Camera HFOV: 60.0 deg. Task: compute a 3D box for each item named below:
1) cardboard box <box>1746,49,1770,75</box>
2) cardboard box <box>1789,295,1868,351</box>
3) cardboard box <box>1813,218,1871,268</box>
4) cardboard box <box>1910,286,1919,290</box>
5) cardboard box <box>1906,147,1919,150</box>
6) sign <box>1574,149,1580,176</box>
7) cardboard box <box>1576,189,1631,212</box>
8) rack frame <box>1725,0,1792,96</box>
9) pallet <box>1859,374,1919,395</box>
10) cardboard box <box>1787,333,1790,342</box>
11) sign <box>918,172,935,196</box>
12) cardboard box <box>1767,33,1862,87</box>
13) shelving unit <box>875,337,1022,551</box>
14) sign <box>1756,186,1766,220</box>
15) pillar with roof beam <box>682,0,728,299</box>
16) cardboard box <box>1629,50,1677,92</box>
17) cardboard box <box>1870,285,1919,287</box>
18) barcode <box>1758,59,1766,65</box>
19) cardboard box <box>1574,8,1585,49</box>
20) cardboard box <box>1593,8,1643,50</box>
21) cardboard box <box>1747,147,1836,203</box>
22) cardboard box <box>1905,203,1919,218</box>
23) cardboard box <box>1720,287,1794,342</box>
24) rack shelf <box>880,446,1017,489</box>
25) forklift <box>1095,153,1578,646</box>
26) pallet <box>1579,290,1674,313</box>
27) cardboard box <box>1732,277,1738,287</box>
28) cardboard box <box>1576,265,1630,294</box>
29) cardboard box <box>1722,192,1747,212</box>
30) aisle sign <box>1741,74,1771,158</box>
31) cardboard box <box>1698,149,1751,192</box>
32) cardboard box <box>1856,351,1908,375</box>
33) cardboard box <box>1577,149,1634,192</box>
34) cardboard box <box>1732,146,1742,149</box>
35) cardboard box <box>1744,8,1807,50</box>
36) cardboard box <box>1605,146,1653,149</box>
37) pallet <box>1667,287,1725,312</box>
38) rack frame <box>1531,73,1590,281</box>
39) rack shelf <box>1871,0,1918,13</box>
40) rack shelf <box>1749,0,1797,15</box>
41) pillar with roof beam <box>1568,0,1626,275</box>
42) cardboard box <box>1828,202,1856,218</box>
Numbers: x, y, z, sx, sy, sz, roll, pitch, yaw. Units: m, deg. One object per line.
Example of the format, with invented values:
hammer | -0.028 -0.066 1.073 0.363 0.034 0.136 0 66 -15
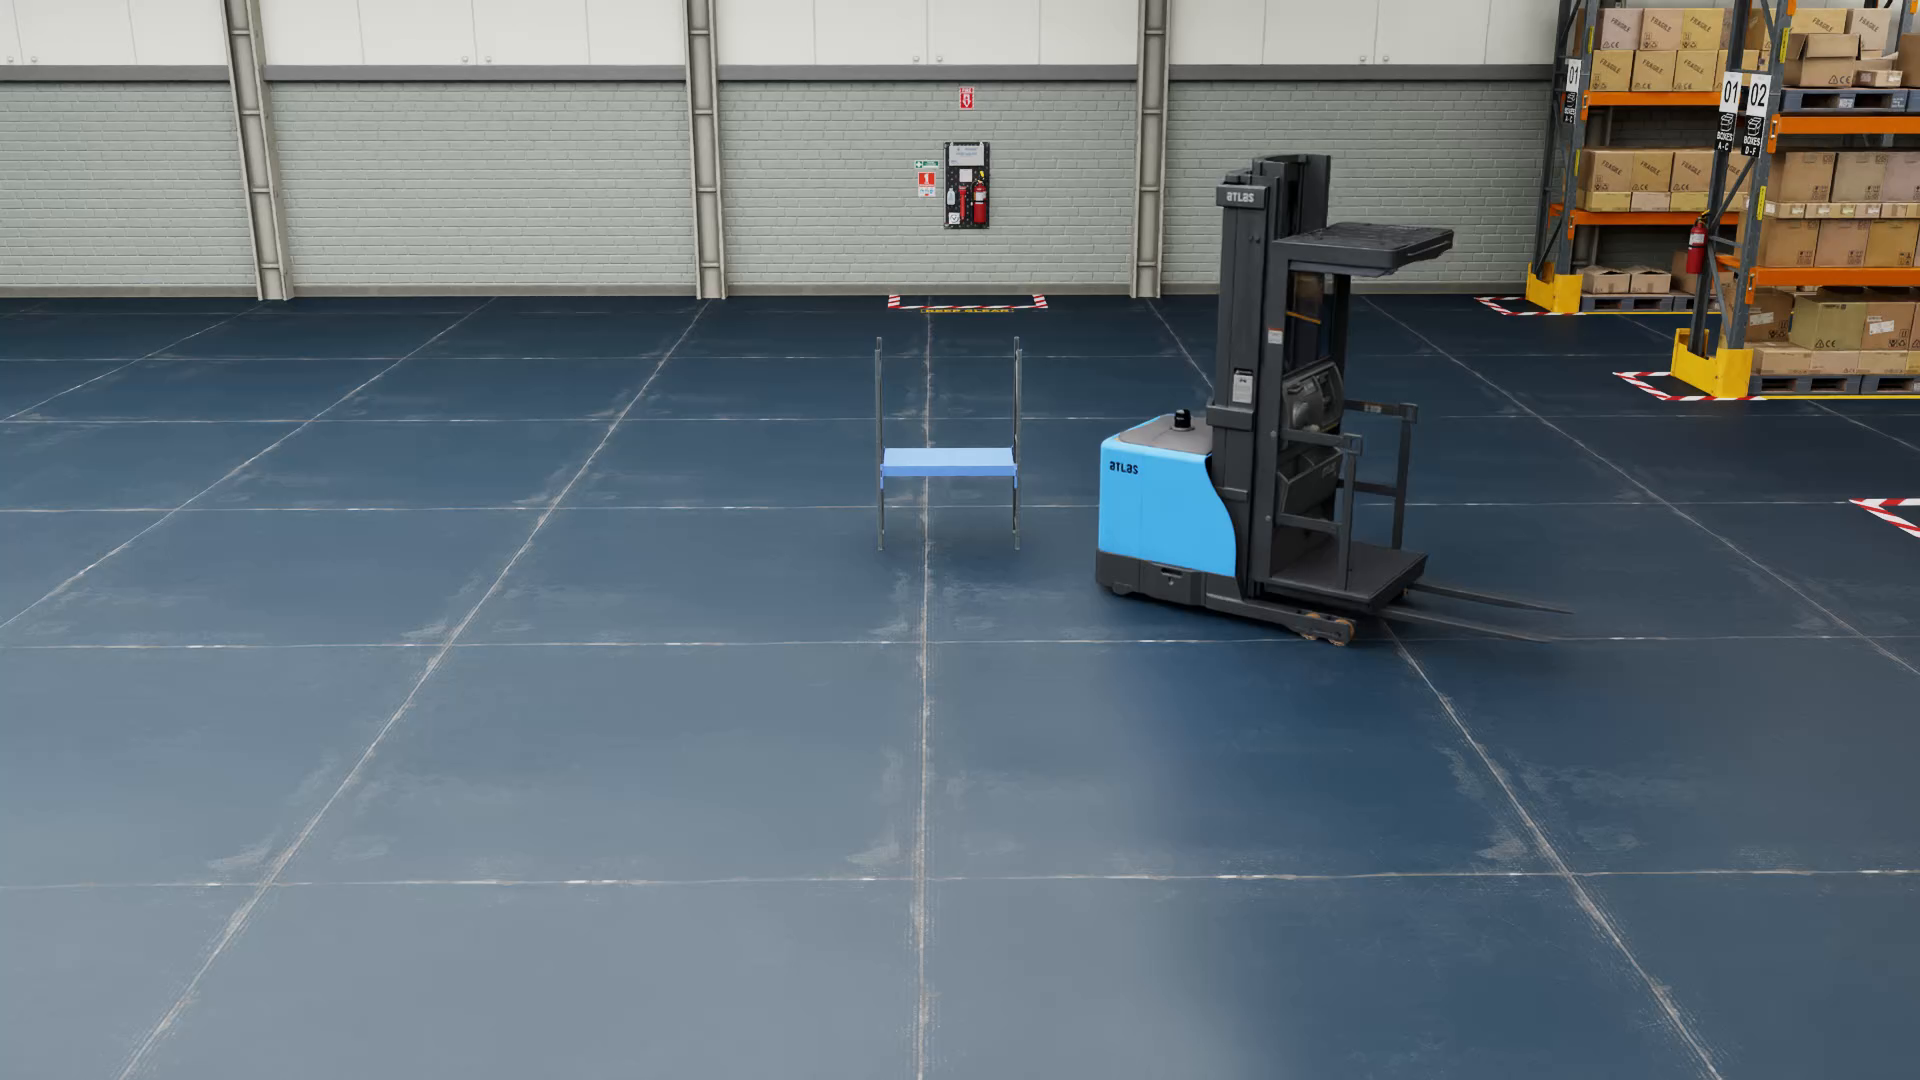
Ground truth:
cardboard box | 10.323 -5.998 21.226 0.500 0.500 0.500 -1 18 -3
cardboard box | 9.005 -2.256 17.256 0.500 0.500 0.500 0 18 -1
cardboard box | 8.958 -3.121 17.201 0.500 0.500 0.700 0 18 1
cardboard box | 10.497 -2.426 17.787 0.500 0.500 0.500 0 18 -1
cardboard box | 10.016 -3.744 17.021 0.500 0.500 0.700 0 18 -1
sign | 7.892 -4.830 21.277 0.005 0.325 0.100 0 18 -1
cardboard box | 8.377 -4.427 21.650 0.500 0.250 0.500 -1 18 -2
rack frame | 7.966 -5.927 16.293 0.127 3.000 1.000 0 18 -1
pallet | 9.947 -1.764 17.702 1.213 0.211 1.003 0 18 -1
cardboard box | 8.997 -2.060 17.873 0.500 0.250 0.500 0 18 -1
sign | -0.455 -4.868 22.753 0.234 0.329 0.001 0 18 -1
cardboard box | 8.540 -4.816 16.654 0.637 0.503 0.797 1 18 3
shelving unit | -0.085 -0.714 12.317 1.048 1.500 0.538 0 18 -1
sign | 7.968 -3.351 16.536 0.005 0.325 0.100 0 18 -1
pillar with roof beam | -3.361 -6.335 17.564 0.400 9.000 9.100 0 18 -1
cardboard box | 8.760 -5.986 21.190 0.500 0.500 0.500 1 18 3
cardboard box | 12.619 -3.631 22.327 0.500 0.500 0.700 0 18 1
barcode | 8.260 -4.924 17.126 0.075 0.075 0.001 0 18 -1
cardboard box | 8.311 -6.627 21.552 0.500 0.500 0.500 1 18 2
cardboard box | 8.273 -6.473 21.071 0.500 0.500 0.500 -2 18 -5
cardboard box | 8.486 -3.735 16.992 0.500 0.500 0.700 0 18 -1
cardboard box | 9.649 -3.370 16.917 0.250 0.149 0.380 -1 18 -2
cardboard box | 8.497 -2.412 17.742 0.500 0.500 0.500 0 18 -1
rack shelf | -0.085 -0.542 12.372 1.000 0.185 0.538 0 18 -1
forklift | 2.440 -0.914 10.597 3.031 2.935 1.130 11 21 32
pallet | 8.773 -3.249 22.331 1.213 0.211 1.003 0 18 -1
cardboard box | 10.284 -3.453 22.349 0.250 0.149 0.380 -2 18 -5
cardboard box | 8.577 -3.489 22.194 0.500 0.311 0.500 -2 18 -7
cardboard box | 9.911 -4.436 21.679 0.500 0.250 0.500 0 18 0
aisle sign | 7.905 -4.215 16.520 0.004 0.787 0.394 0 18 -1
cardboard box | 9.893 -4.795 21.571 0.500 0.500 0.500 0 18 1
cardboard box | 9.505 -1.902 17.380 0.500 0.250 0.500 0 18 -1
cardboard box | 8.366 -4.789 21.552 0.500 0.500 0.500 0 18 -1
cardboard box | 10.394 -4.958 22.076 0.500 0.500 0.500 0 18 1
cardboard box | 10.317 -6.468 21.055 0.500 0.500 0.500 -1 18 -3
cardboard box | 8.855 -4.945 22.039 0.500 0.500 0.500 0 18 0
pallet | 9.989 -3.254 22.347 1.213 0.211 1.003 0 18 -1
rack frame | 7.884 -4.584 21.926 0.127 3.000 1.000 0 18 -1
rack shelf | 13.883 -6.936 21.270 4.000 0.370 1.077 0 18 -1
rack shelf | 9.965 -5.404 16.494 4.000 0.370 1.077 0 18 -1
pillar with roof beam | 8.638 -6.393 17.745 0.400 9.000 9.100 0 18 -1
cardboard box | 8.875 -3.366 16.905 0.250 0.149 0.380 0 18 -1
